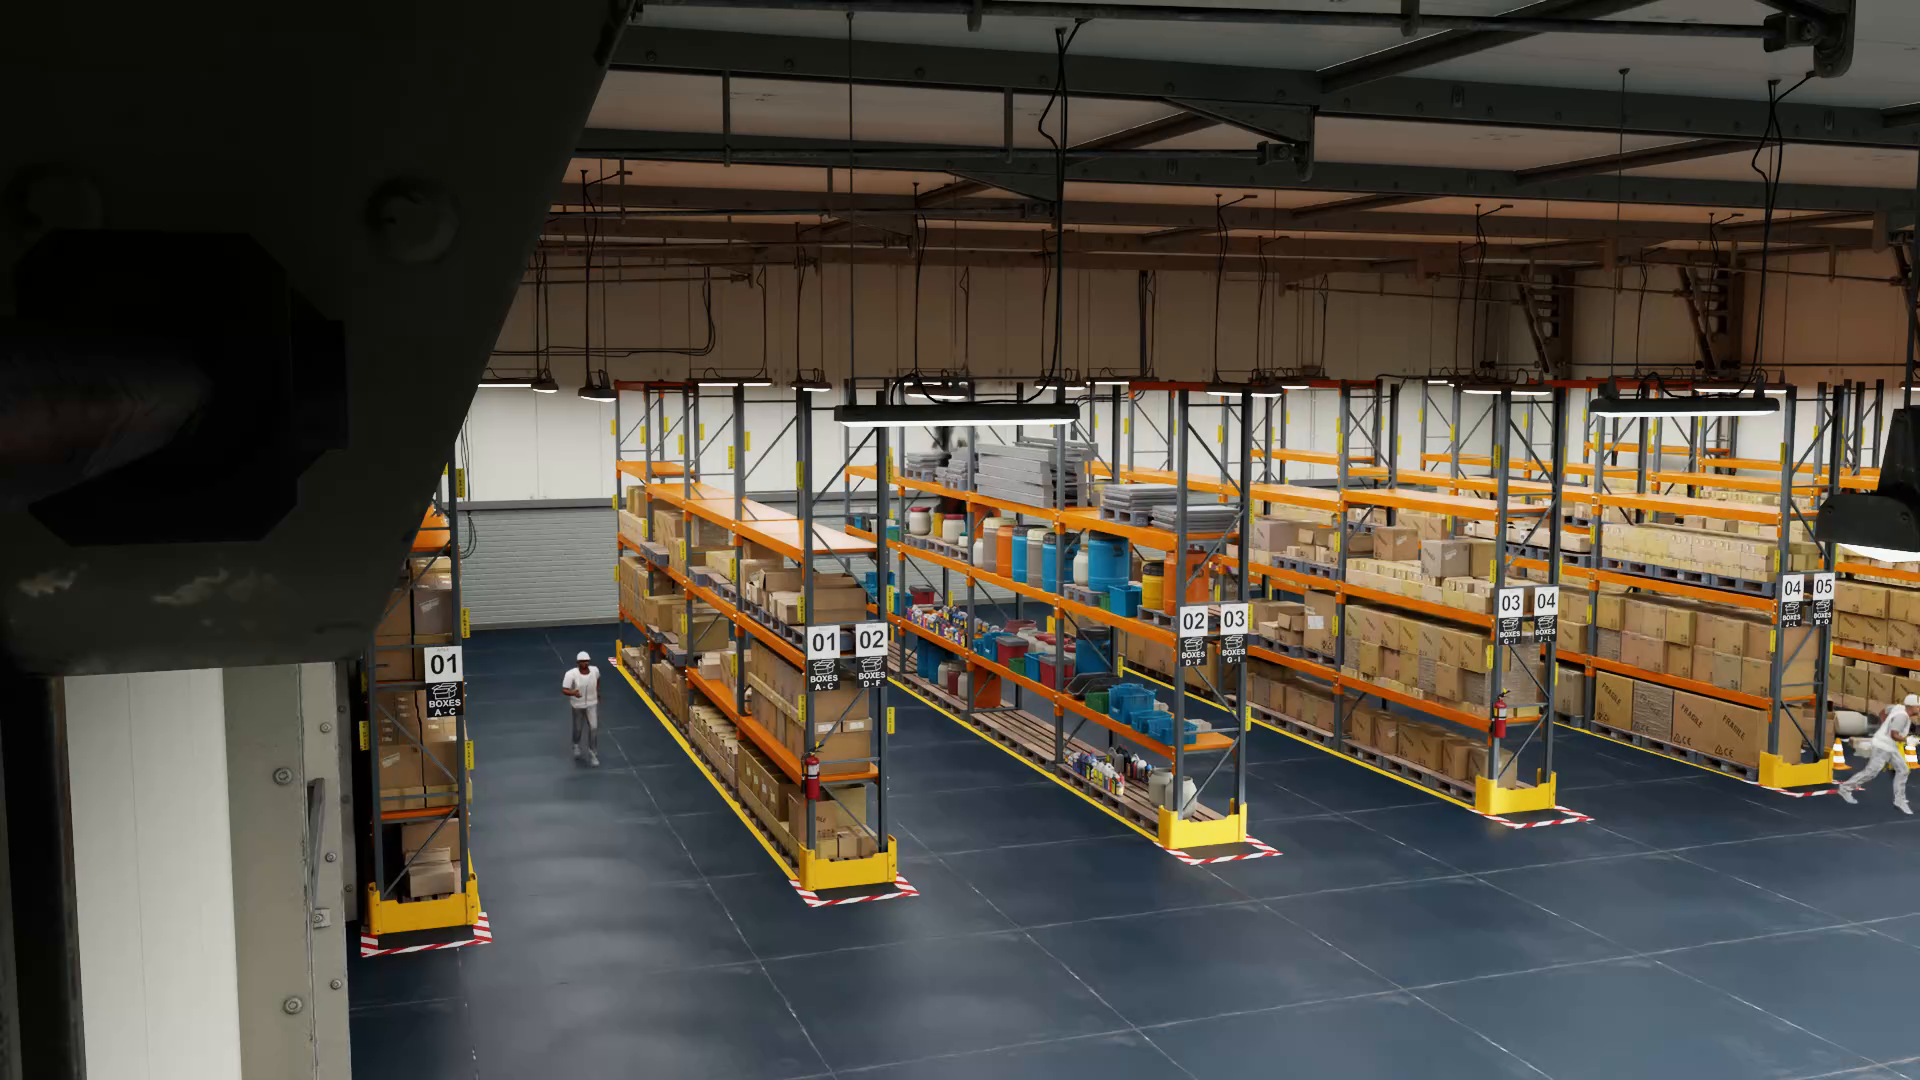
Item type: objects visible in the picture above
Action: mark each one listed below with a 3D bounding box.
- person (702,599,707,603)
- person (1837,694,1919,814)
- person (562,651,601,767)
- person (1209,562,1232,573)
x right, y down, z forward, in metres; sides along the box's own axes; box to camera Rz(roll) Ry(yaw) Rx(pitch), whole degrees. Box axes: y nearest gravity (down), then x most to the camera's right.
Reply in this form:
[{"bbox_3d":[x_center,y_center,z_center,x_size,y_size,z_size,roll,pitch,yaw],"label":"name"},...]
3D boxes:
[{"bbox_3d":[-5.684,1.627,36.403,0.770,1.763,0.760,3,7,24],"label":"person"},{"bbox_3d":[13.083,3.016,23.636,1.040,1.731,0.730,3,7,27],"label":"person"},{"bbox_3d":[-6.009,2.647,26.473,0.640,1.796,0.890,-2,7,-22],"label":"person"},{"bbox_3d":[6.201,1.174,40.521,0.757,1.799,0.863,4,7,33],"label":"person"}]
